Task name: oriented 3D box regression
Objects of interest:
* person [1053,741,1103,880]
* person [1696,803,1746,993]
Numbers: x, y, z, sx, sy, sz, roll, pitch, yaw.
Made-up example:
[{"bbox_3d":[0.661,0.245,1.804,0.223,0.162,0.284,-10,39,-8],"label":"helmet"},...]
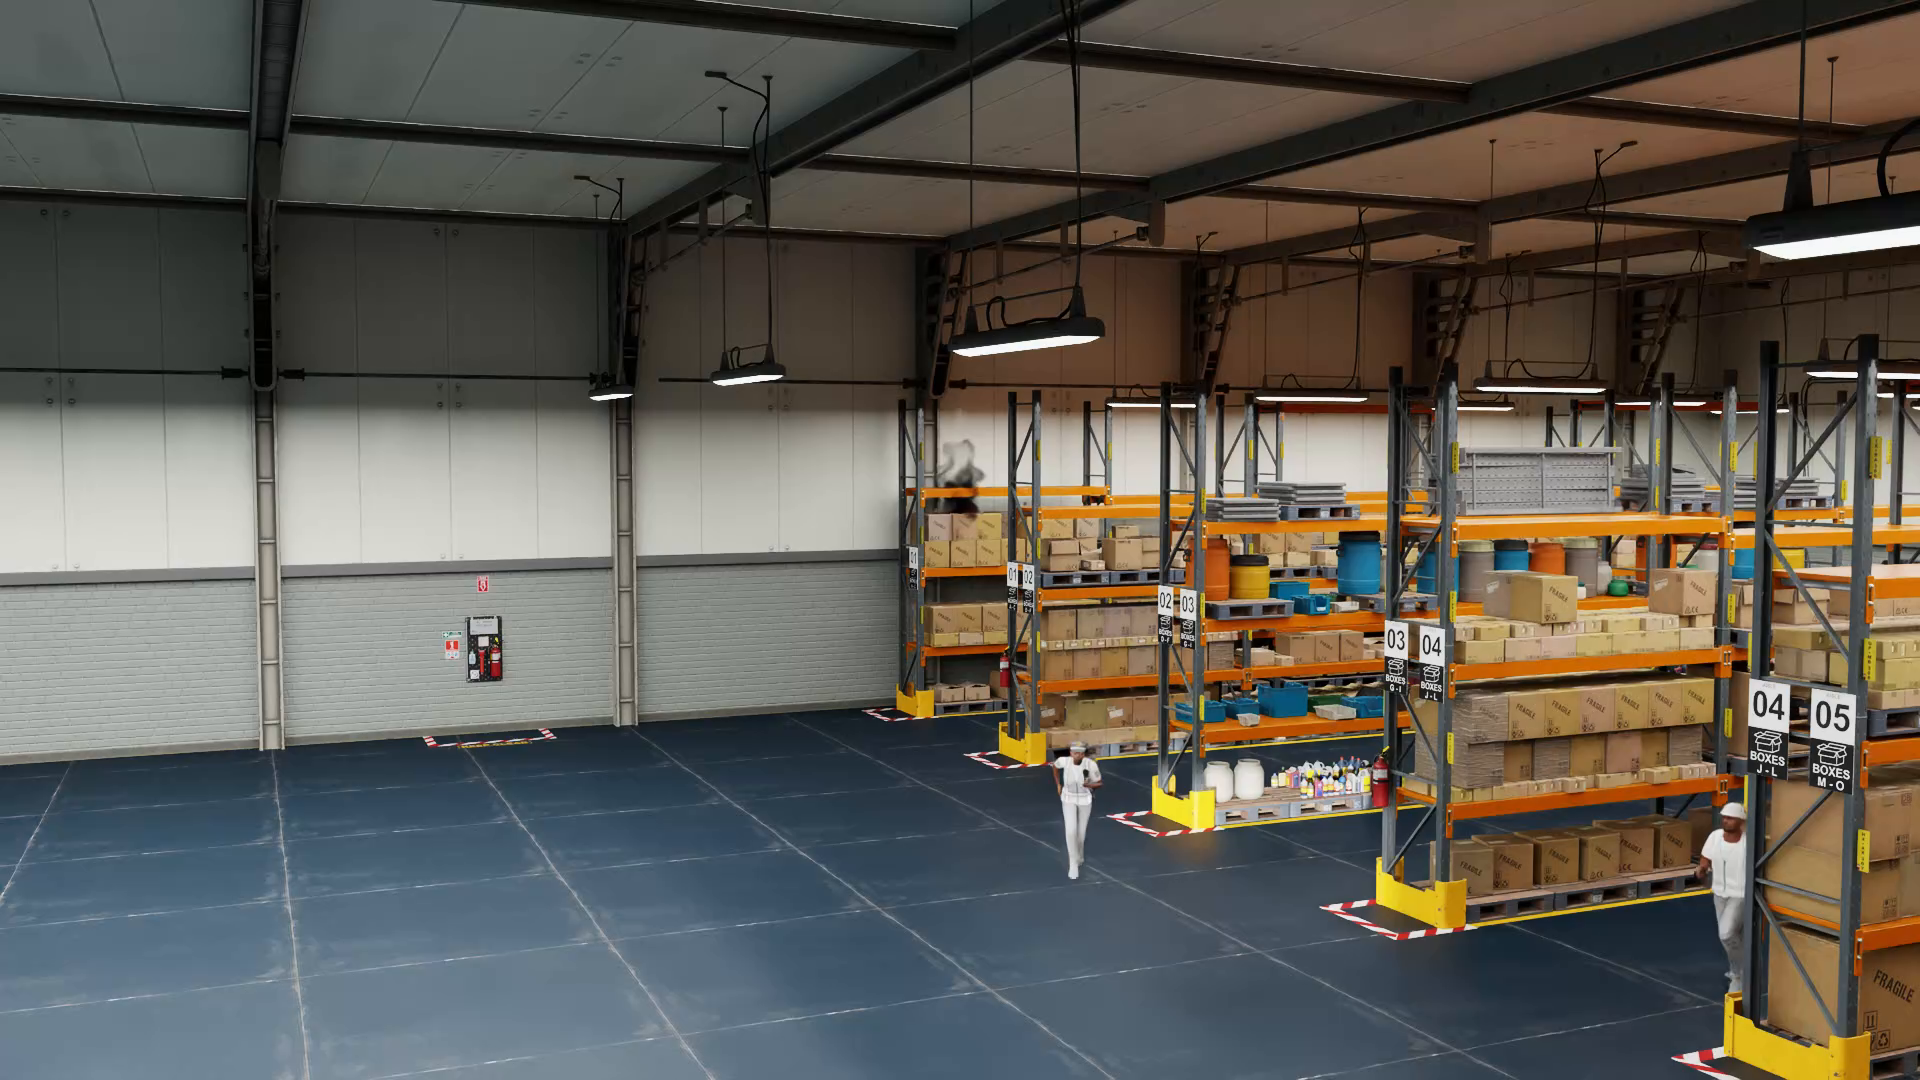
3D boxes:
[{"bbox_3d":[1.408,3.184,19.963,0.585,1.678,0.931,0,3,1],"label":"person"},{"bbox_3d":[7.293,3.383,15.671,0.729,1.821,0.721,-2,4,-27],"label":"person"}]
